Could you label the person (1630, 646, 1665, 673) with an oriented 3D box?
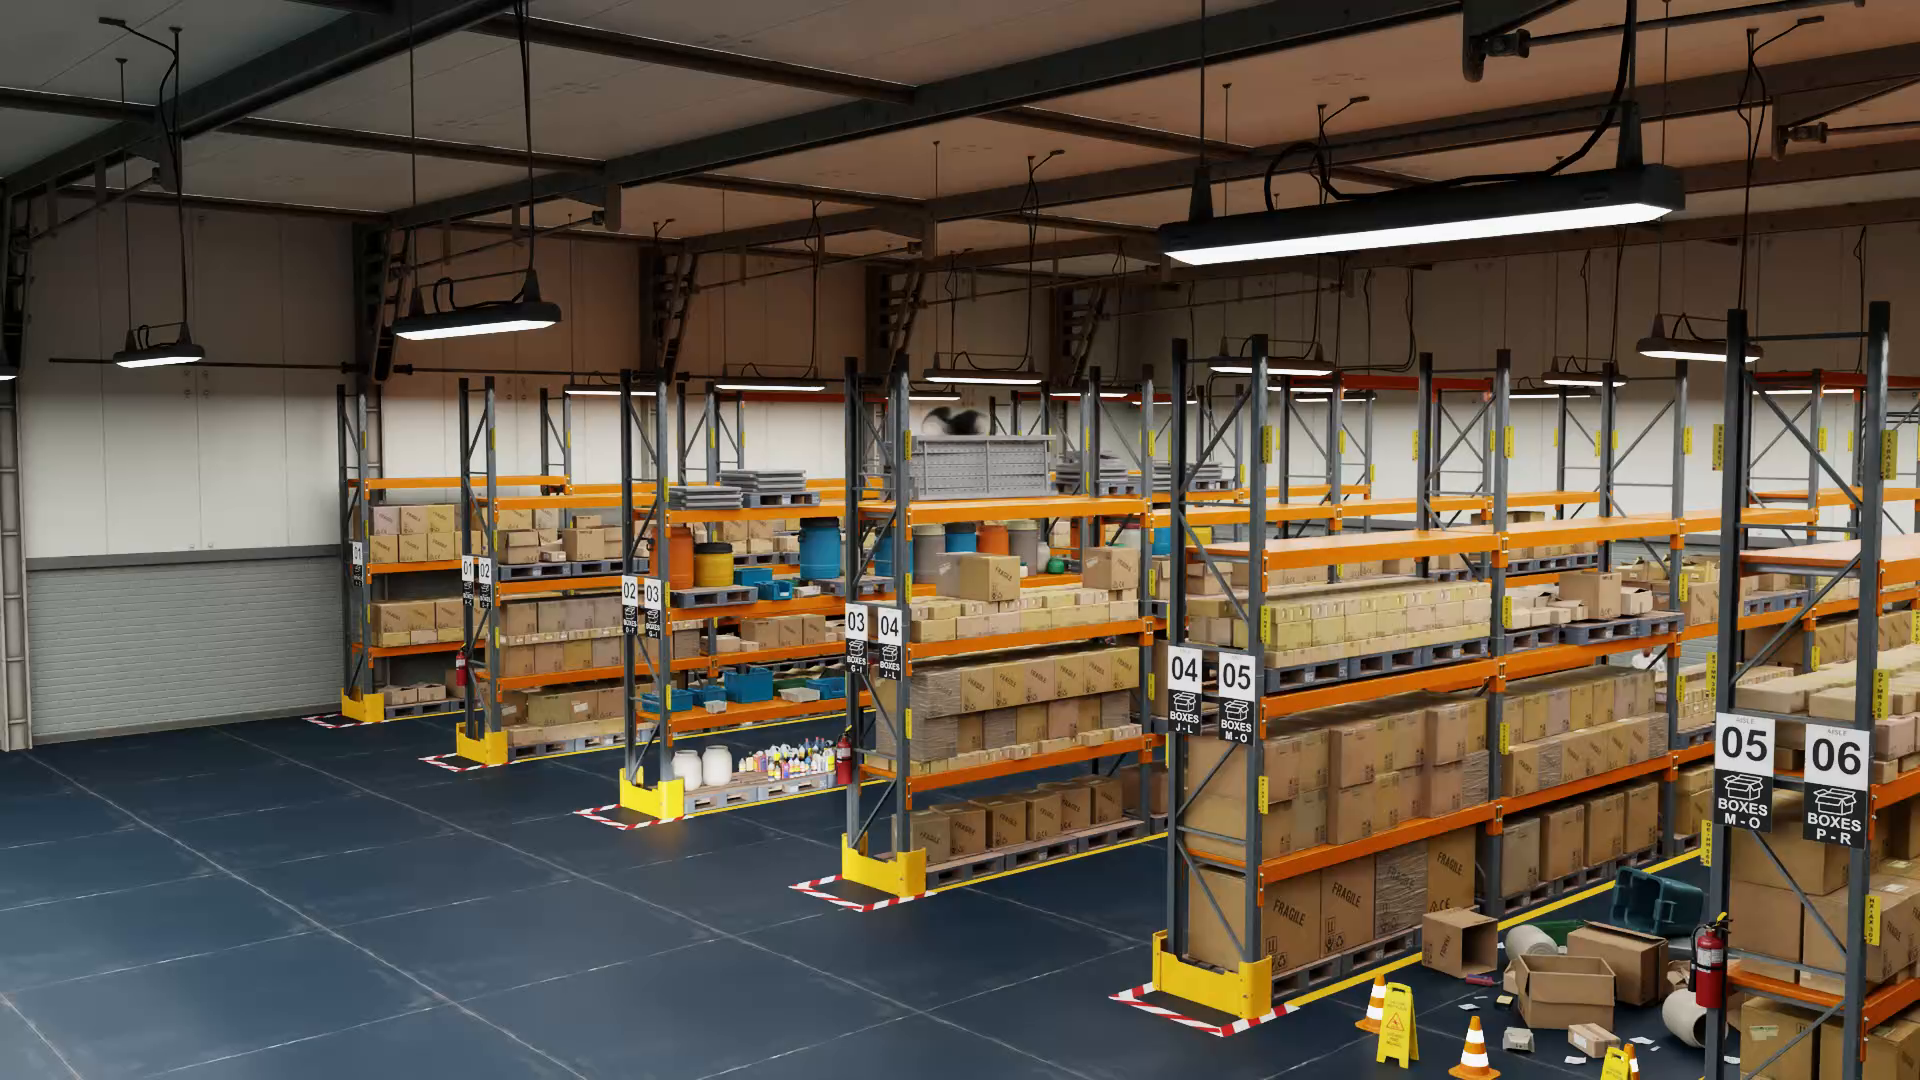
[{"bbox_3d":[11.394,2.506,27.622,0.602,1.699,0.794,2,4,32],"label":"person"}]
